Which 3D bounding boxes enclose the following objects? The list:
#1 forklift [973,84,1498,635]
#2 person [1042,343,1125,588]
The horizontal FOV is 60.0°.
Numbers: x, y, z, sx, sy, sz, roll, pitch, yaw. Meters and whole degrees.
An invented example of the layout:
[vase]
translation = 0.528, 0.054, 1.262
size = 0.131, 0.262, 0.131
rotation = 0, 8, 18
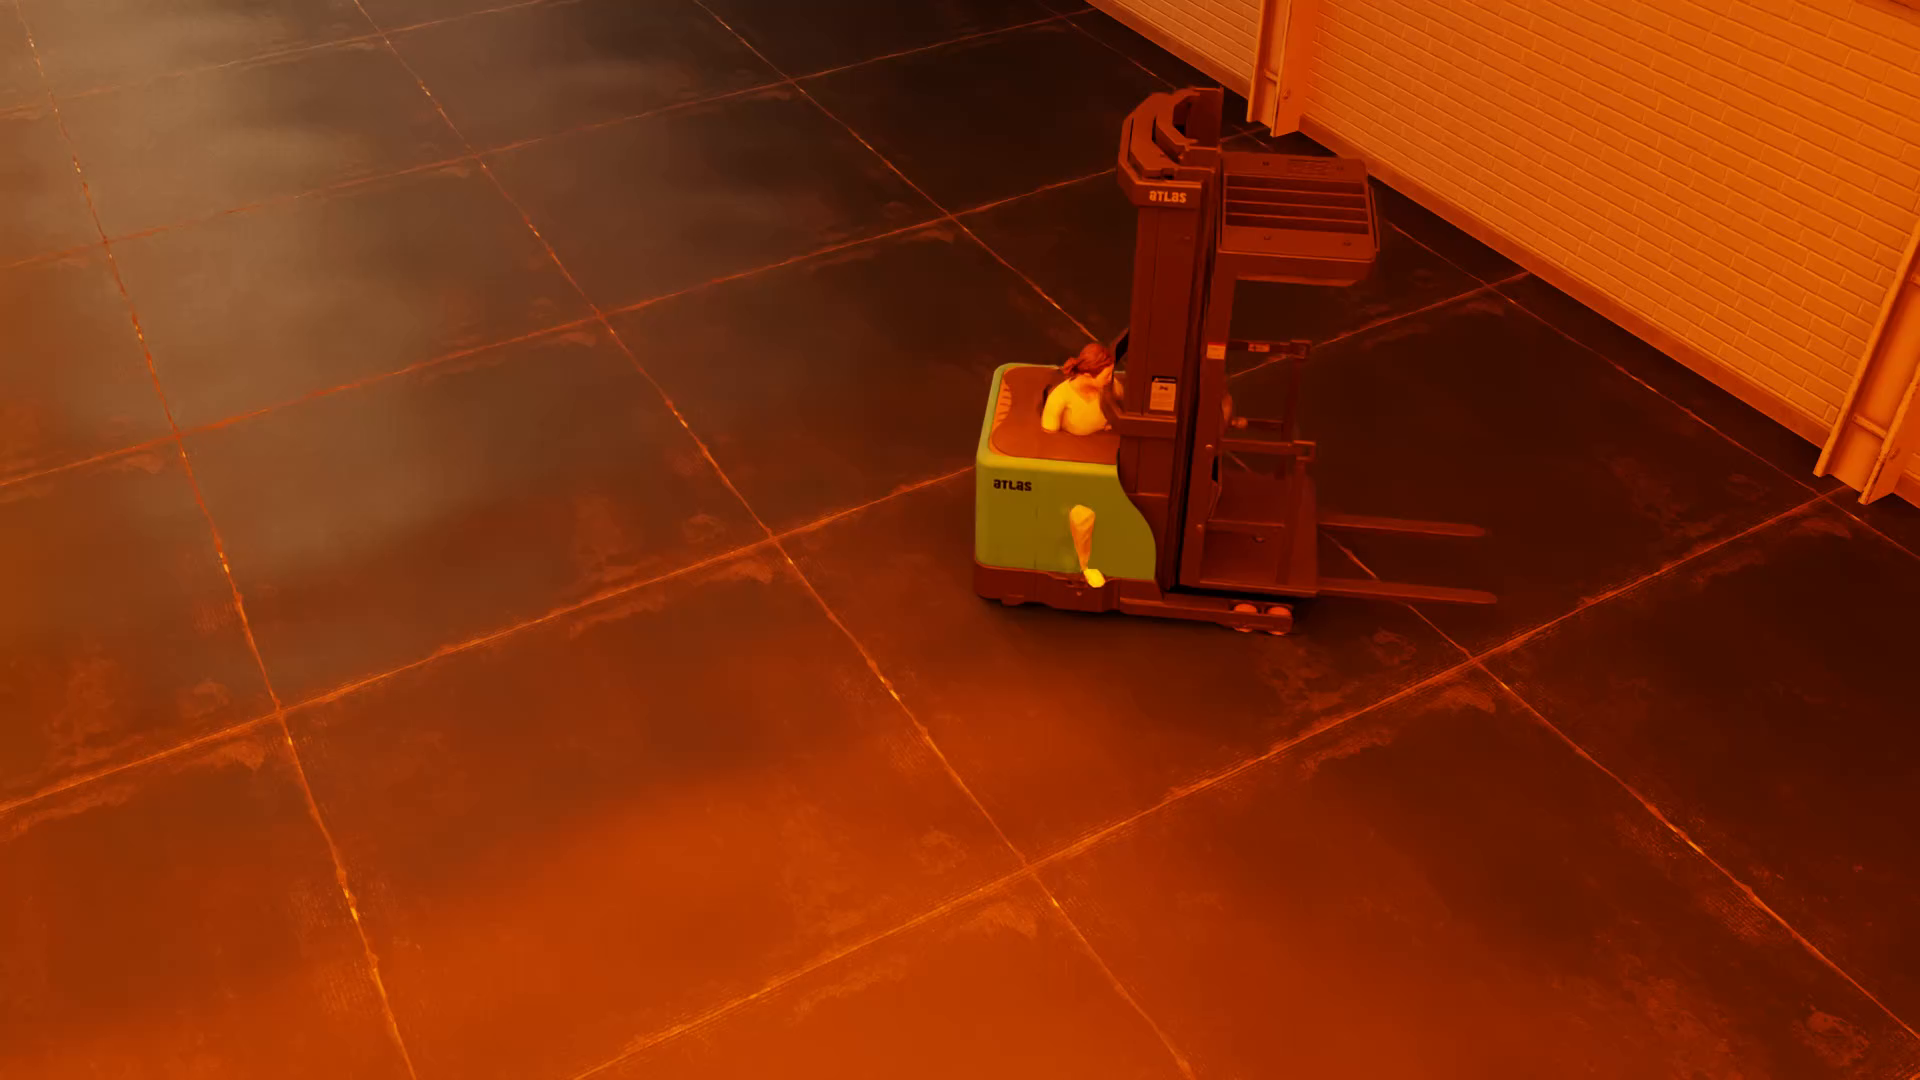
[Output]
[forklift]
translation = 1.635, -0.939, 9.169
size = 3.031, 2.935, 1.130
rotation = 5, 40, 6
[person]
translation = 0.777, -0.395, 9.503
size = 0.661, 1.574, 0.755
rotation = -18, 43, -21
